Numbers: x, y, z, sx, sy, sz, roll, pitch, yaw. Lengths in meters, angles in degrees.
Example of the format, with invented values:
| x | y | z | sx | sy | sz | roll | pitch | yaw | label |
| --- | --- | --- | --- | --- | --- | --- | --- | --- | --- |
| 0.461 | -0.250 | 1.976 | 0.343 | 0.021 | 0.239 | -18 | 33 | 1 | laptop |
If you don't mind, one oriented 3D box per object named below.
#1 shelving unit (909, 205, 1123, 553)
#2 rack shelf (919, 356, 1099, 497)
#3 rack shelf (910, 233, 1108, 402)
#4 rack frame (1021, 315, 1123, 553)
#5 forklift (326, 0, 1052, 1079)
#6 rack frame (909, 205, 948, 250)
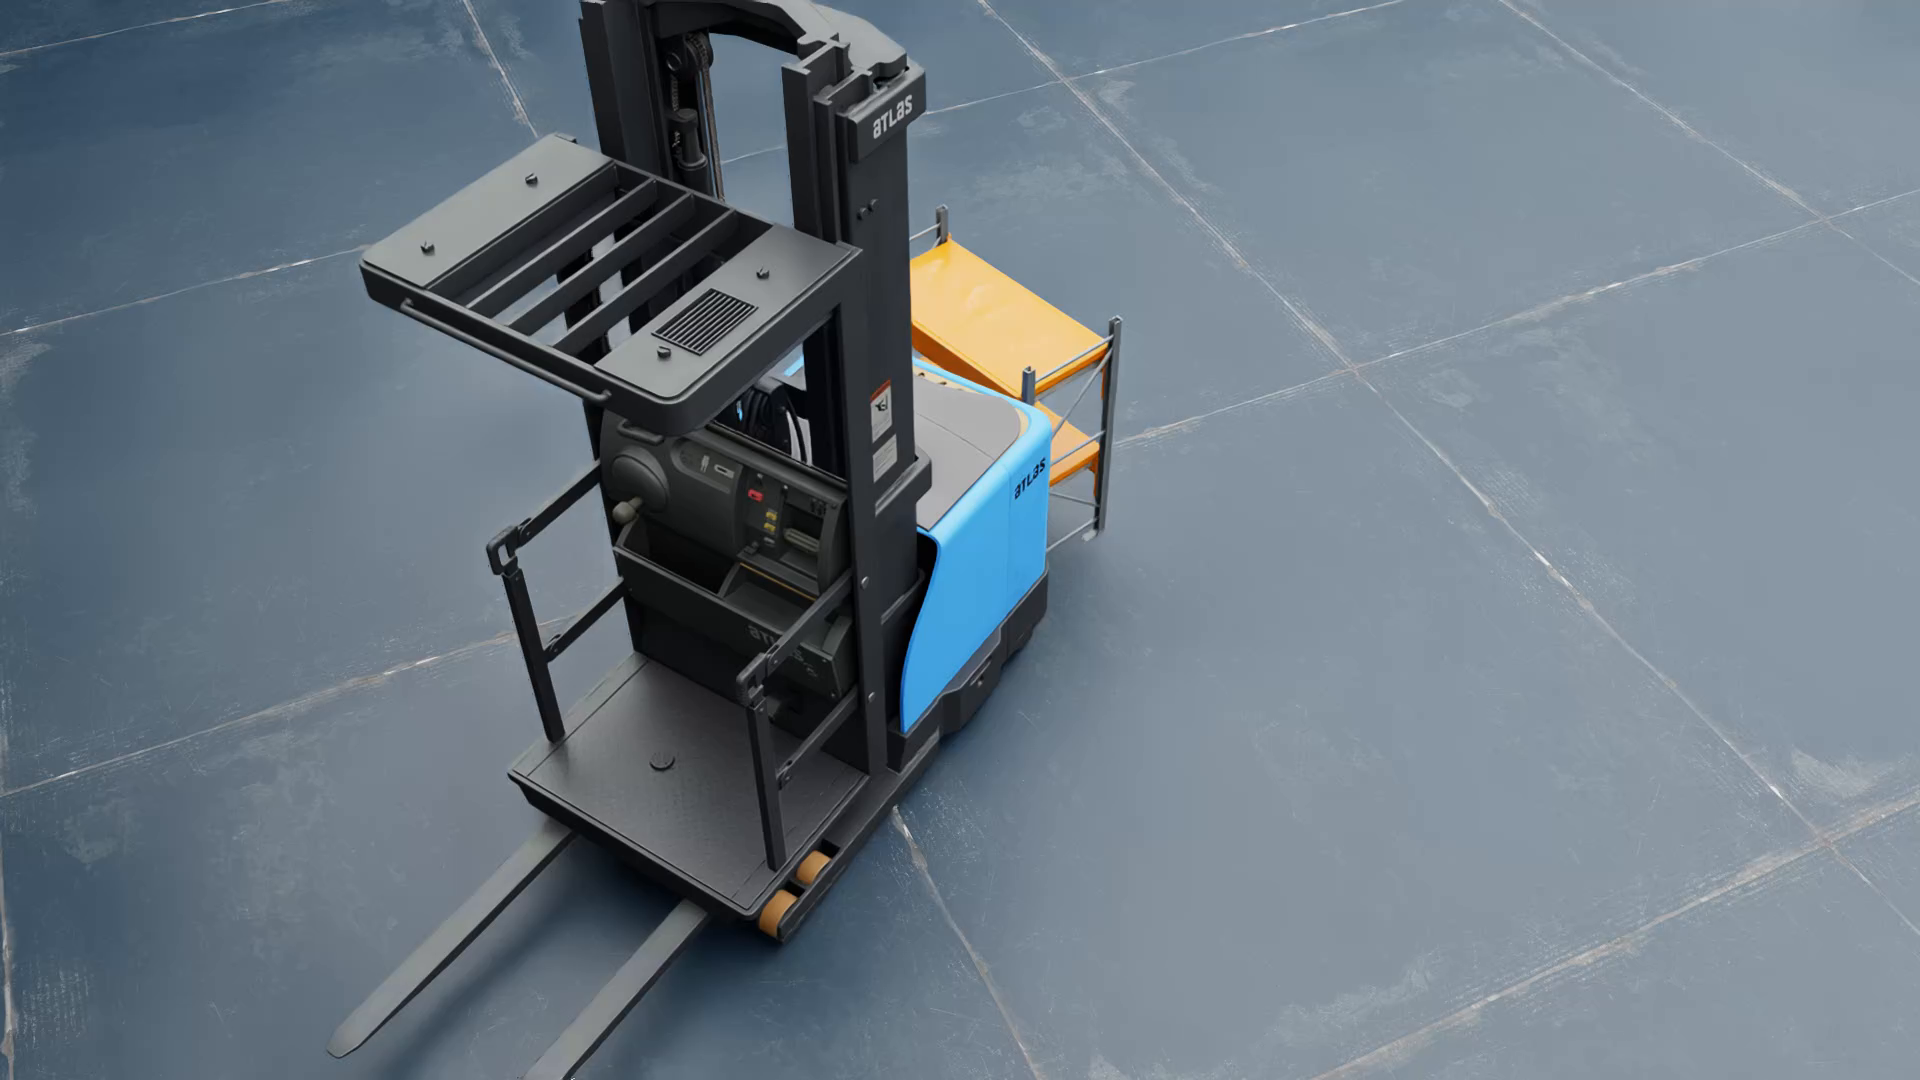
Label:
| x | y | z | sx | sy | sz | roll | pitch | yaw | label |
| --- | --- | --- | --- | --- | --- | --- | --- | --- | --- |
| 0.091 | -0.607 | 6.933 | 0.538 | 1.125 | 1.048 | -32 | 53 | -28 | shelving unit |
| 0.091 | -0.433 | 7.105 | 0.538 | 0.278 | 1.000 | -32 | 53 | -28 | rack shelf |
| 0.091 | -0.815 | 6.727 | 0.538 | 0.278 | 1.000 | -32 | 53 | -28 | rack shelf |
| 0.427 | -0.339 | 6.662 | 0.500 | 1.125 | 0.032 | -32 | 53 | -28 | rack frame |
| -0.875 | -0.056 | 5.089 | 1.130 | 2.935 | 3.031 | 25 | 50 | 23 | forklift |
| -0.246 | -0.874 | 7.204 | 0.500 | 1.125 | 0.032 | -32 | 53 | -28 | rack frame |
